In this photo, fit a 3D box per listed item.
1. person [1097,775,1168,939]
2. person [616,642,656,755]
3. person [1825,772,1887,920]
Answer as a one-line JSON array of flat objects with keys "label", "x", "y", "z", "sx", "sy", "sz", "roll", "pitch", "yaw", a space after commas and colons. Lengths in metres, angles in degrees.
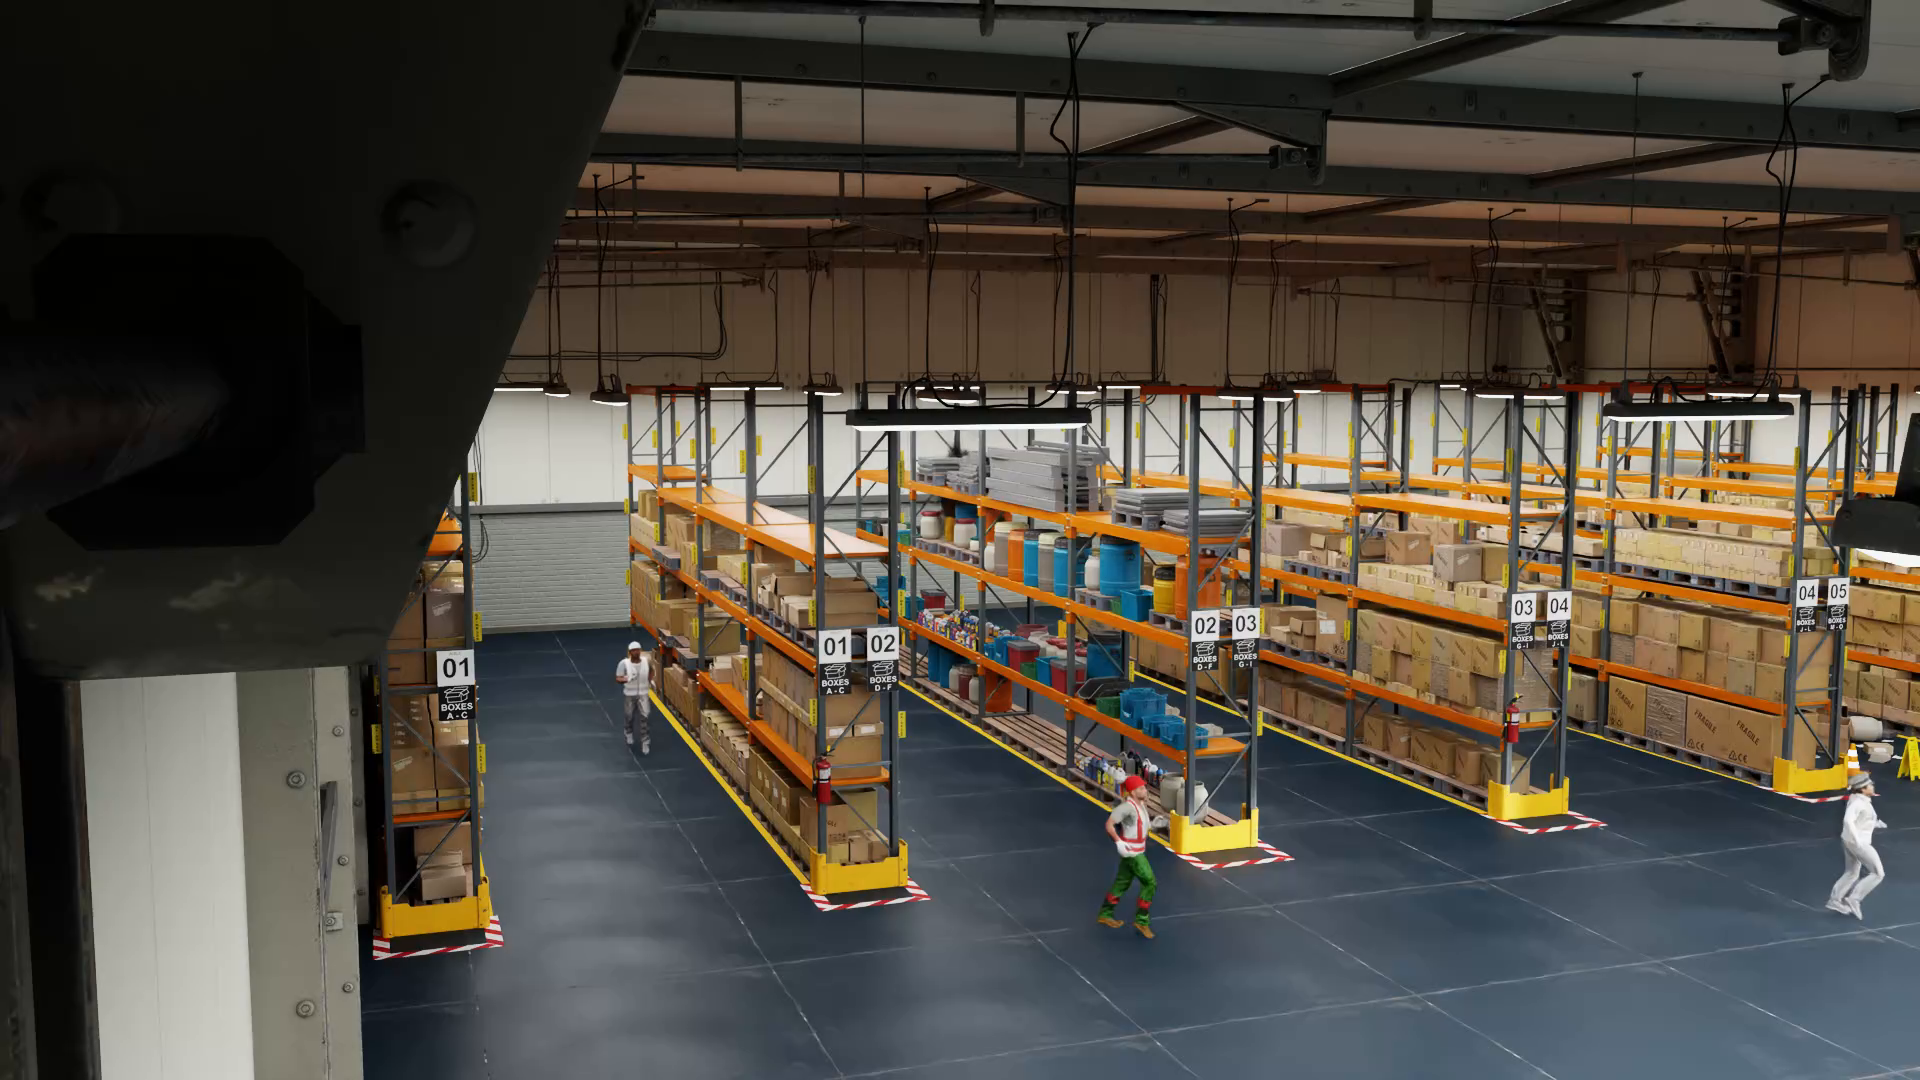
[{"label": "person", "x": 1.933, "y": 3.535, "z": 18.635, "sx": 0.768, "sy": 1.851, "sz": 0.616, "roll": 1, "pitch": 6, "yaw": 11}, {"label": "person", "x": -5.359, "y": 2.582, "z": 27.539, "sx": 0.672, "sy": 1.814, "sz": 0.903, "roll": -2, "pitch": 6, "yaw": -19}, {"label": "person", "x": 10.375, "y": 3.513, "z": 19.191, "sx": 0.584, "sy": 1.705, "sz": 0.651, "roll": 2, "pitch": 6, "yaw": 16}]
